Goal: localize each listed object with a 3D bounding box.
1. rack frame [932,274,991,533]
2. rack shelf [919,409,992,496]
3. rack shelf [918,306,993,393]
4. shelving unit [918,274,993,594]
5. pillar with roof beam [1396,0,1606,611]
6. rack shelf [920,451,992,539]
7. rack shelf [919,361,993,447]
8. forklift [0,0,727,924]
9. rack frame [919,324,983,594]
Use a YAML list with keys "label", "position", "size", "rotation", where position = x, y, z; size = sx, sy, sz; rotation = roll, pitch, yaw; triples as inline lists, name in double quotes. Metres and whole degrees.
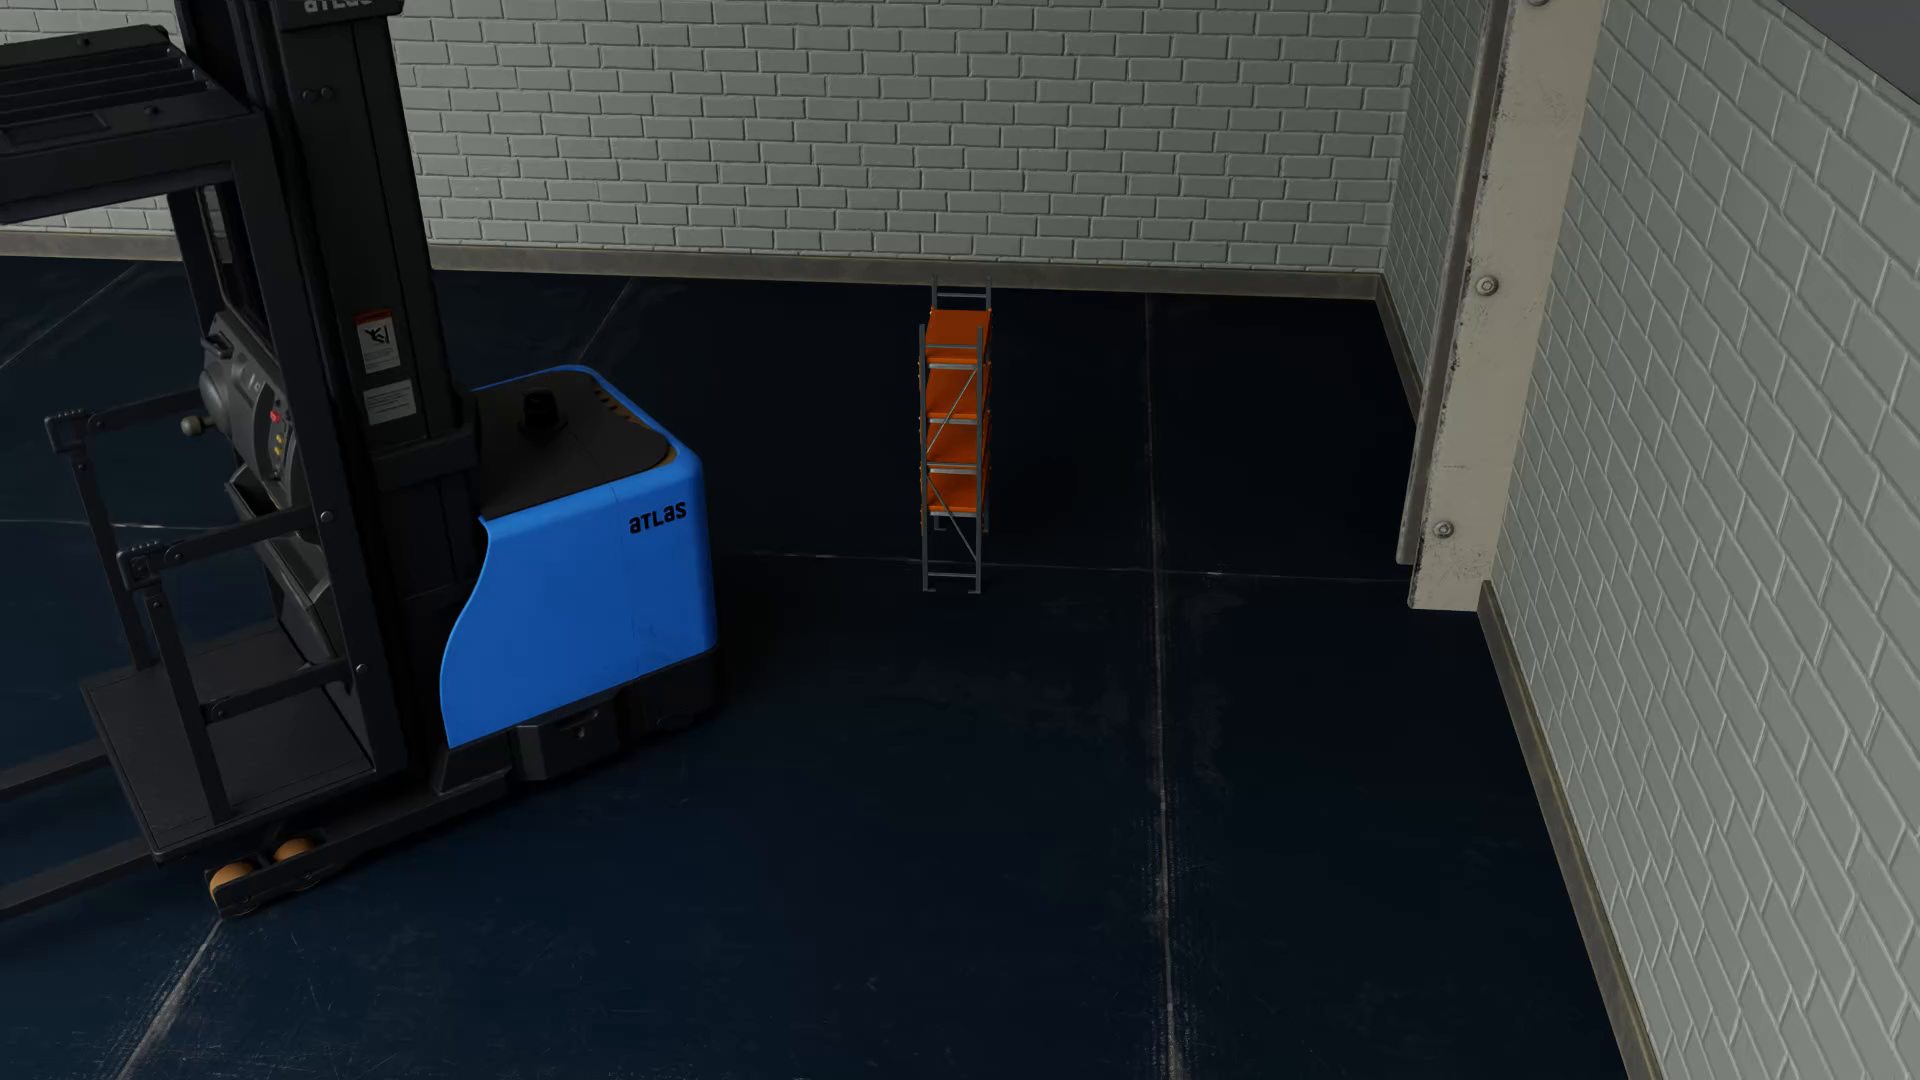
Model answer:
- label: "rack frame"
  position: [0.006, -0.552, 7.002]
  size: [0.240, 1.200, 0.015]
  rotation: [2, 32, 4]
- label: "rack shelf"
  position: [-0.013, -0.367, 6.830]
  size: [0.258, 0.148, 0.480]
  rotation: [2, 32, 4]
- label: "rack shelf"
  position: [-0.013, -0.759, 6.589]
  size: [0.258, 0.148, 0.480]
  rotation: [2, 32, 4]
- label: "shelving unit"
  position: [-0.013, -0.424, 6.795]
  size: [0.258, 1.200, 0.503]
  rotation: [2, 32, 4]
- label: "pillar with roof beam"
  position: [-2.285, -3.833, 4.893]
  size: [9.100, 9.000, 0.400]
  rotation: [2, 32, 4]
- label: "rack shelf"
  position: [-0.013, -0.198, 6.934]
  size: [0.258, 0.148, 0.480]
  rotation: [2, 32, 4]
- label: "rack shelf"
  position: [-0.013, -0.557, 6.713]
  size: [0.258, 0.148, 0.480]
  rotation: [2, 32, 4]
- label: "forklift"
  position: [-2.361, -0.367, 5.051]
  size: [3.031, 2.935, 1.130]
  rotation: [-21, 37, -30]
- label: "rack frame"
  position: [-0.033, -0.297, 6.588]
  size: [0.240, 1.200, 0.015]
  rotation: [2, 32, 4]
